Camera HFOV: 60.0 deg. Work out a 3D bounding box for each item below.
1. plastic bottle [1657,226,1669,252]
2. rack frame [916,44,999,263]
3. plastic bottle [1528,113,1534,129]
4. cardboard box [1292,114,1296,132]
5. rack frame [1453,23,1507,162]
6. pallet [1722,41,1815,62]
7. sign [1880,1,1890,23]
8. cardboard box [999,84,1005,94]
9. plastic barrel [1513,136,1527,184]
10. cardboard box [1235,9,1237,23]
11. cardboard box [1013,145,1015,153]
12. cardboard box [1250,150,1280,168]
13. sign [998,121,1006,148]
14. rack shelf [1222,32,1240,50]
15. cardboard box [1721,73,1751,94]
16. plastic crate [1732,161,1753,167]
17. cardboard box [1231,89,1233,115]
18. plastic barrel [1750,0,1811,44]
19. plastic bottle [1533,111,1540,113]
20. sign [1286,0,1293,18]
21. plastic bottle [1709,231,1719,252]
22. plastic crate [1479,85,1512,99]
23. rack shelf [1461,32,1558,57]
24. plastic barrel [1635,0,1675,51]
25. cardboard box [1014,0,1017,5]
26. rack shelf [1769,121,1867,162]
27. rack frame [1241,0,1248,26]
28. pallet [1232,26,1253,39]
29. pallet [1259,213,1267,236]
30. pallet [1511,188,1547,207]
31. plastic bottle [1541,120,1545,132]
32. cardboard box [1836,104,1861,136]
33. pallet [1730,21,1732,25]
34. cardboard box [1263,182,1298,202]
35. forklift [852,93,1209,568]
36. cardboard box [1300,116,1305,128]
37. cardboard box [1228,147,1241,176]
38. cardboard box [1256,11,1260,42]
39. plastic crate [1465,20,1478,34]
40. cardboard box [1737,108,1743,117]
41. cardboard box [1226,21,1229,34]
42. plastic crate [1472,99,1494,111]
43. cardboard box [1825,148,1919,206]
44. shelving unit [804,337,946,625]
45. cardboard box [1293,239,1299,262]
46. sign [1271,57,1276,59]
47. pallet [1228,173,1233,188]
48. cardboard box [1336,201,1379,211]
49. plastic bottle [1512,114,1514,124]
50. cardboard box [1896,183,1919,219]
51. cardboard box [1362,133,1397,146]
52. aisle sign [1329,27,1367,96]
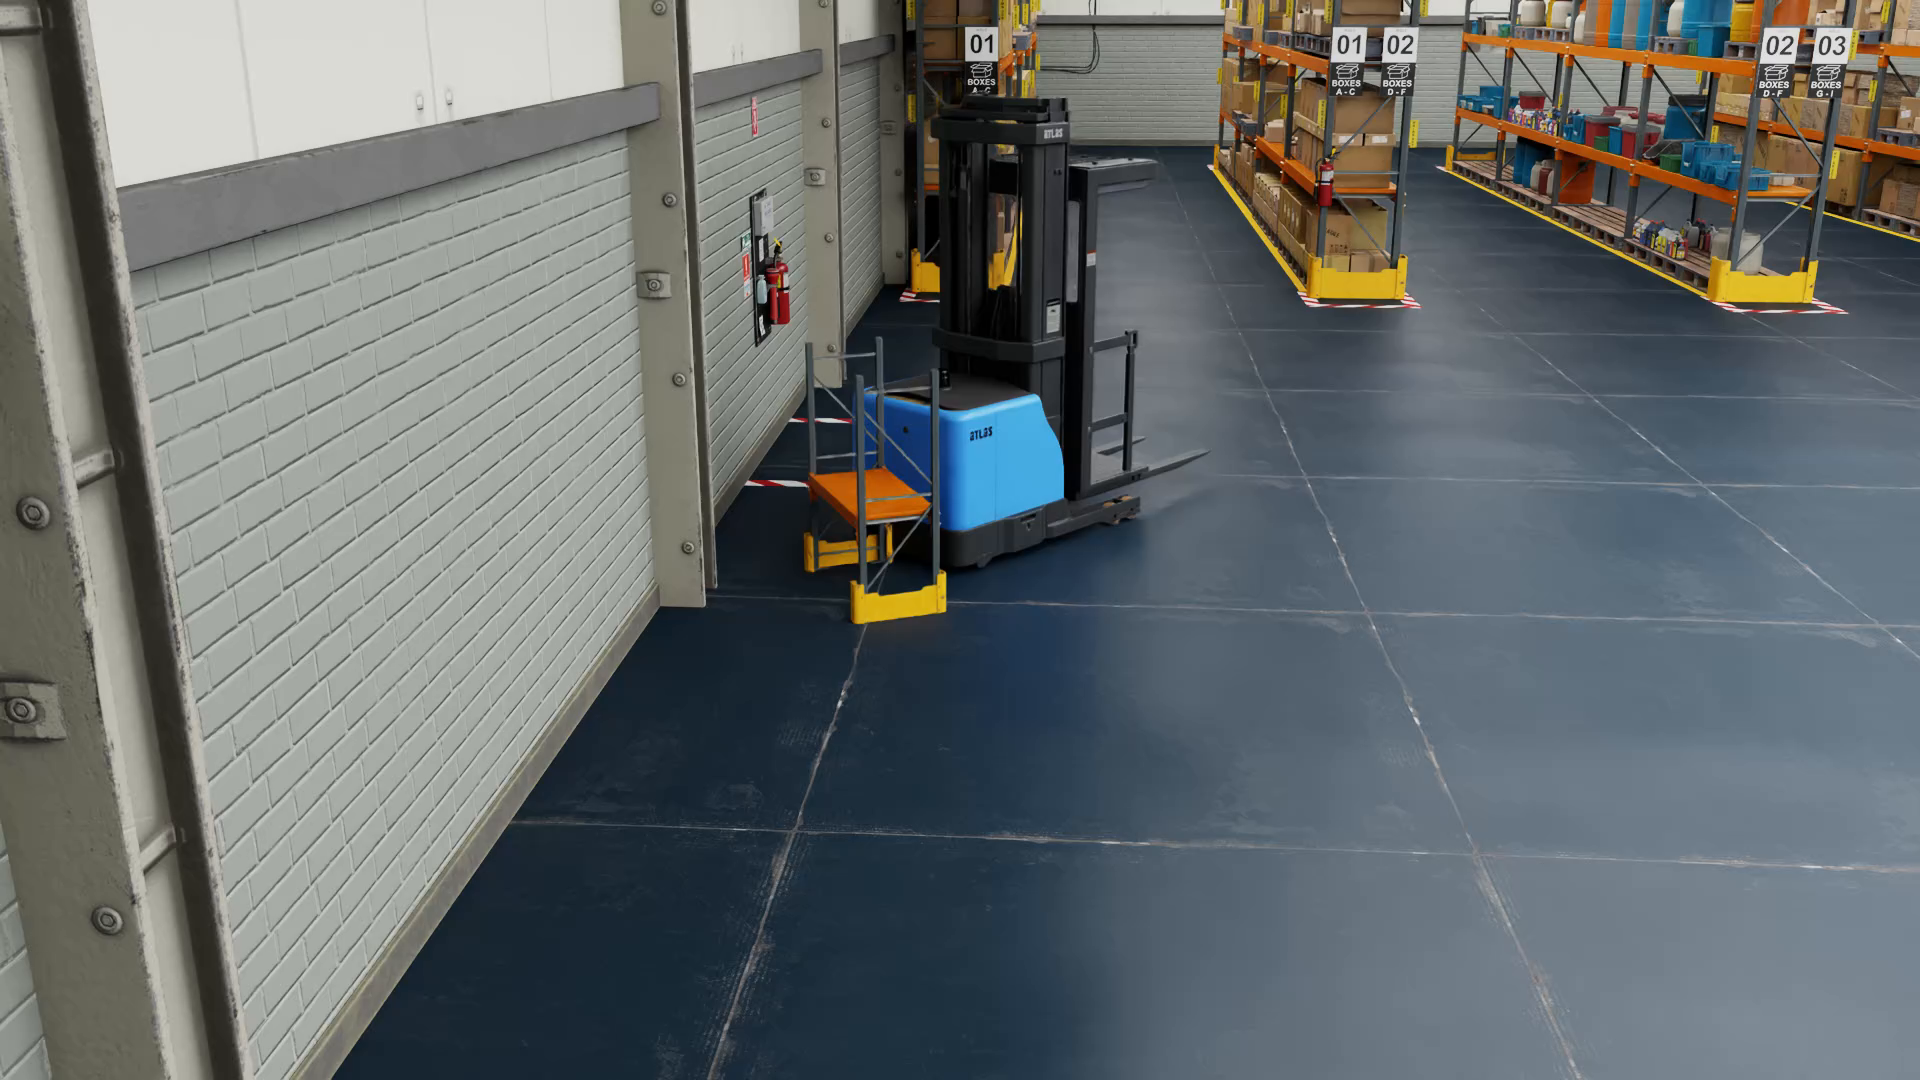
[{"bbox_3d":[9.620,-4.109,22.694,0.144,0.351,0.185,1,18,3],"label":"plastic bottle"},{"bbox_3d":[-0.033,-4.570,20.553,1.000,3.000,0.127,1,18,4],"label":"rack frame"},{"bbox_3d":[10.170,-7.454,29.561,0.097,0.271,0.097,0,18,0],"label":"plastic bottle"},{"bbox_3d":[5.340,-6.308,25.695,0.500,0.500,0.500,1,18,4],"label":"cardboard box"},{"bbox_3d":[10.996,-9.318,35.043,1.000,3.000,0.127,1,18,4],"label":"rack frame"},{"bbox_3d":[10.006,-5.939,20.218,1.003,0.211,1.213,1,18,4],"label":"pallet"},{"bbox_3d":[14.810,-8.447,26.609,0.100,0.325,0.005,1,18,4],"label":"sign"},{"bbox_3d":[0.538,-7.411,27.315,0.380,0.149,0.250,-2,18,-5],"label":"cardboard box"},{"bbox_3d":[10.653,-7.110,30.999,0.600,0.901,0.708,1,18,4],"label":"plastic barrel"},{"bbox_3d":[5.572,-10.092,32.024,0.500,0.250,0.500,1,18,4],"label":"cardboard box"},{"bbox_3d":[0.522,-5.597,23.895,0.500,0.250,0.500,1,18,4],"label":"cardboard box"},{"bbox_3d":[5.315,-6.636,28.962,0.500,0.250,0.500,2,18,6],"label":"cardboard box"},{"bbox_3d":[0.509,-4.969,20.381,0.100,0.325,0.005,1,18,4],"label":"sign"},{"bbox_3d":[5.912,-9.892,33.133,1.077,0.370,4.000,1,18,4],"label":"rack shelf"},{"bbox_3d":[15.565,-9.175,33.164,0.500,0.500,0.500,1,18,2],"label":"cardboard box"},{"bbox_3d":[10.272,-4.956,22.154,0.530,0.136,0.437,1,18,4],"label":"plastic crate"},{"bbox_3d":[5.584,-8.556,32.557,0.500,0.500,0.500,2,18,5],"label":"cardboard box"},{"bbox_3d":[9.757,-6.332,19.748,0.600,0.830,0.708,1,18,4],"label":"plastic barrel"},{"bbox_3d":[10.381,-7.591,29.970,0.152,0.276,0.135,1,18,4],"label":"plastic bottle"},{"bbox_3d":[4.653,-7.533,23.441,0.100,0.325,0.005,1,18,4],"label":"sign"},{"bbox_3d":[10.324,-4.089,22.753,0.152,0.276,0.135,2,18,5],"label":"plastic bottle"},{"bbox_3d":[11.158,-9.255,34.698,0.616,0.435,0.499,1,18,4],"label":"plastic crate"},{"bbox_3d":[10.853,-9.781,32.792,1.077,0.370,4.000,1,18,4],"label":"rack shelf"},{"bbox_3d":[9.956,-7.418,23.621,0.600,0.901,0.708,1,18,4],"label":"plastic barrel"},{"bbox_3d":[0.680,-9.534,30.017,0.700,0.500,0.500,1,18,3],"label":"cardboard box"},{"bbox_3d":[15.506,-7.002,29.131,1.077,0.370,4.000,1,18,4],"label":"rack shelf"},{"bbox_3d":[5.769,-11.038,30.659,1.000,3.000,0.127,1,18,4],"label":"rack frame"},{"bbox_3d":[5.652,-9.323,30.542,1.213,0.211,1.003,1,18,4],"label":"pallet"},{"bbox_3d":[5.294,-4.987,26.305,1.003,0.211,1.213,1,18,4],"label":"pallet"},{"bbox_3d":[10.527,-6.132,29.798,1.003,0.211,1.213,1,18,4],"label":"pallet"},{"bbox_3d":[10.111,-7.163,28.784,0.097,0.201,0.097,0,18,0],"label":"plastic bottle"},{"bbox_3d":[15.192,-7.084,28.064,0.500,0.500,0.500,1,18,3],"label":"cardboard box"},{"bbox_3d":[15.893,-10.360,33.549,1.003,0.211,1.213,1,18,4],"label":"pallet"},{"bbox_3d":[5.047,-5.467,26.131,0.500,0.311,0.500,1,18,3],"label":"cardboard box"},{"bbox_3d":[0.641,-1.592,11.575,1.130,2.935,3.031,16,24,41],"label":"forklift"},{"bbox_3d":[4.948,-5.821,23.169,0.380,0.149,0.250,1,18,2],"label":"cardboard box"},{"bbox_3d":[5.527,-7.392,32.473,0.500,0.500,0.500,1,18,4],"label":"cardboard box"},{"bbox_3d":[5.516,-8.713,28.218,0.910,0.500,0.500,1,18,4],"label":"cardboard box"},{"bbox_3d":[10.690,-10.568,34.251,0.497,0.269,0.590,1,18,4],"label":"plastic crate"},{"bbox_3d":[15.436,-8.347,32.483,0.380,0.149,0.250,1,18,3],"label":"cardboard box"},{"bbox_3d":[5.716,-10.475,33.998,0.500,0.250,0.500,1,18,4],"label":"cardboard box"},{"bbox_3d":[10.555,-8.789,33.600,0.416,0.233,0.300,1,18,4],"label":"plastic crate"},{"bbox_3d":[15.433,-6.127,28.041,1.225,0.875,0.875,0,18,1],"label":"cardboard box"},{"bbox_3d":[-0.548,-0.397,10.226,0.587,1.500,1.083,-7,19,-20],"label":"shelving unit"},{"bbox_3d":[4.710,-3.838,22.059,0.500,0.250,0.500,1,18,4],"label":"cardboard box"},{"bbox_3d":[6.608,-10.112,35.098,0.100,0.325,0.005,1,18,4],"label":"sign"},{"bbox_3d":[5.819,-7.076,32.678,1.003,0.211,1.213,1,18,4],"label":"pallet"},{"bbox_3d":[5.226,-4.182,21.907,0.500,0.500,0.500,1,18,4],"label":"cardboard box"},{"bbox_3d":[10.258,-7.799,30.727,0.097,0.201,0.097,0,18,0],"label":"plastic bottle"},{"bbox_3d":[15.308,-5.363,26.281,0.700,0.500,0.500,0,18,-1],"label":"cardboard box"},{"bbox_3d":[5.151,-4.933,20.459,0.380,0.149,0.250,1,18,4],"label":"cardboard box"},{"bbox_3d":[4.611,-5.682,19.772,0.394,0.787,0.004,1,18,4],"label":"aisle sign"}]
